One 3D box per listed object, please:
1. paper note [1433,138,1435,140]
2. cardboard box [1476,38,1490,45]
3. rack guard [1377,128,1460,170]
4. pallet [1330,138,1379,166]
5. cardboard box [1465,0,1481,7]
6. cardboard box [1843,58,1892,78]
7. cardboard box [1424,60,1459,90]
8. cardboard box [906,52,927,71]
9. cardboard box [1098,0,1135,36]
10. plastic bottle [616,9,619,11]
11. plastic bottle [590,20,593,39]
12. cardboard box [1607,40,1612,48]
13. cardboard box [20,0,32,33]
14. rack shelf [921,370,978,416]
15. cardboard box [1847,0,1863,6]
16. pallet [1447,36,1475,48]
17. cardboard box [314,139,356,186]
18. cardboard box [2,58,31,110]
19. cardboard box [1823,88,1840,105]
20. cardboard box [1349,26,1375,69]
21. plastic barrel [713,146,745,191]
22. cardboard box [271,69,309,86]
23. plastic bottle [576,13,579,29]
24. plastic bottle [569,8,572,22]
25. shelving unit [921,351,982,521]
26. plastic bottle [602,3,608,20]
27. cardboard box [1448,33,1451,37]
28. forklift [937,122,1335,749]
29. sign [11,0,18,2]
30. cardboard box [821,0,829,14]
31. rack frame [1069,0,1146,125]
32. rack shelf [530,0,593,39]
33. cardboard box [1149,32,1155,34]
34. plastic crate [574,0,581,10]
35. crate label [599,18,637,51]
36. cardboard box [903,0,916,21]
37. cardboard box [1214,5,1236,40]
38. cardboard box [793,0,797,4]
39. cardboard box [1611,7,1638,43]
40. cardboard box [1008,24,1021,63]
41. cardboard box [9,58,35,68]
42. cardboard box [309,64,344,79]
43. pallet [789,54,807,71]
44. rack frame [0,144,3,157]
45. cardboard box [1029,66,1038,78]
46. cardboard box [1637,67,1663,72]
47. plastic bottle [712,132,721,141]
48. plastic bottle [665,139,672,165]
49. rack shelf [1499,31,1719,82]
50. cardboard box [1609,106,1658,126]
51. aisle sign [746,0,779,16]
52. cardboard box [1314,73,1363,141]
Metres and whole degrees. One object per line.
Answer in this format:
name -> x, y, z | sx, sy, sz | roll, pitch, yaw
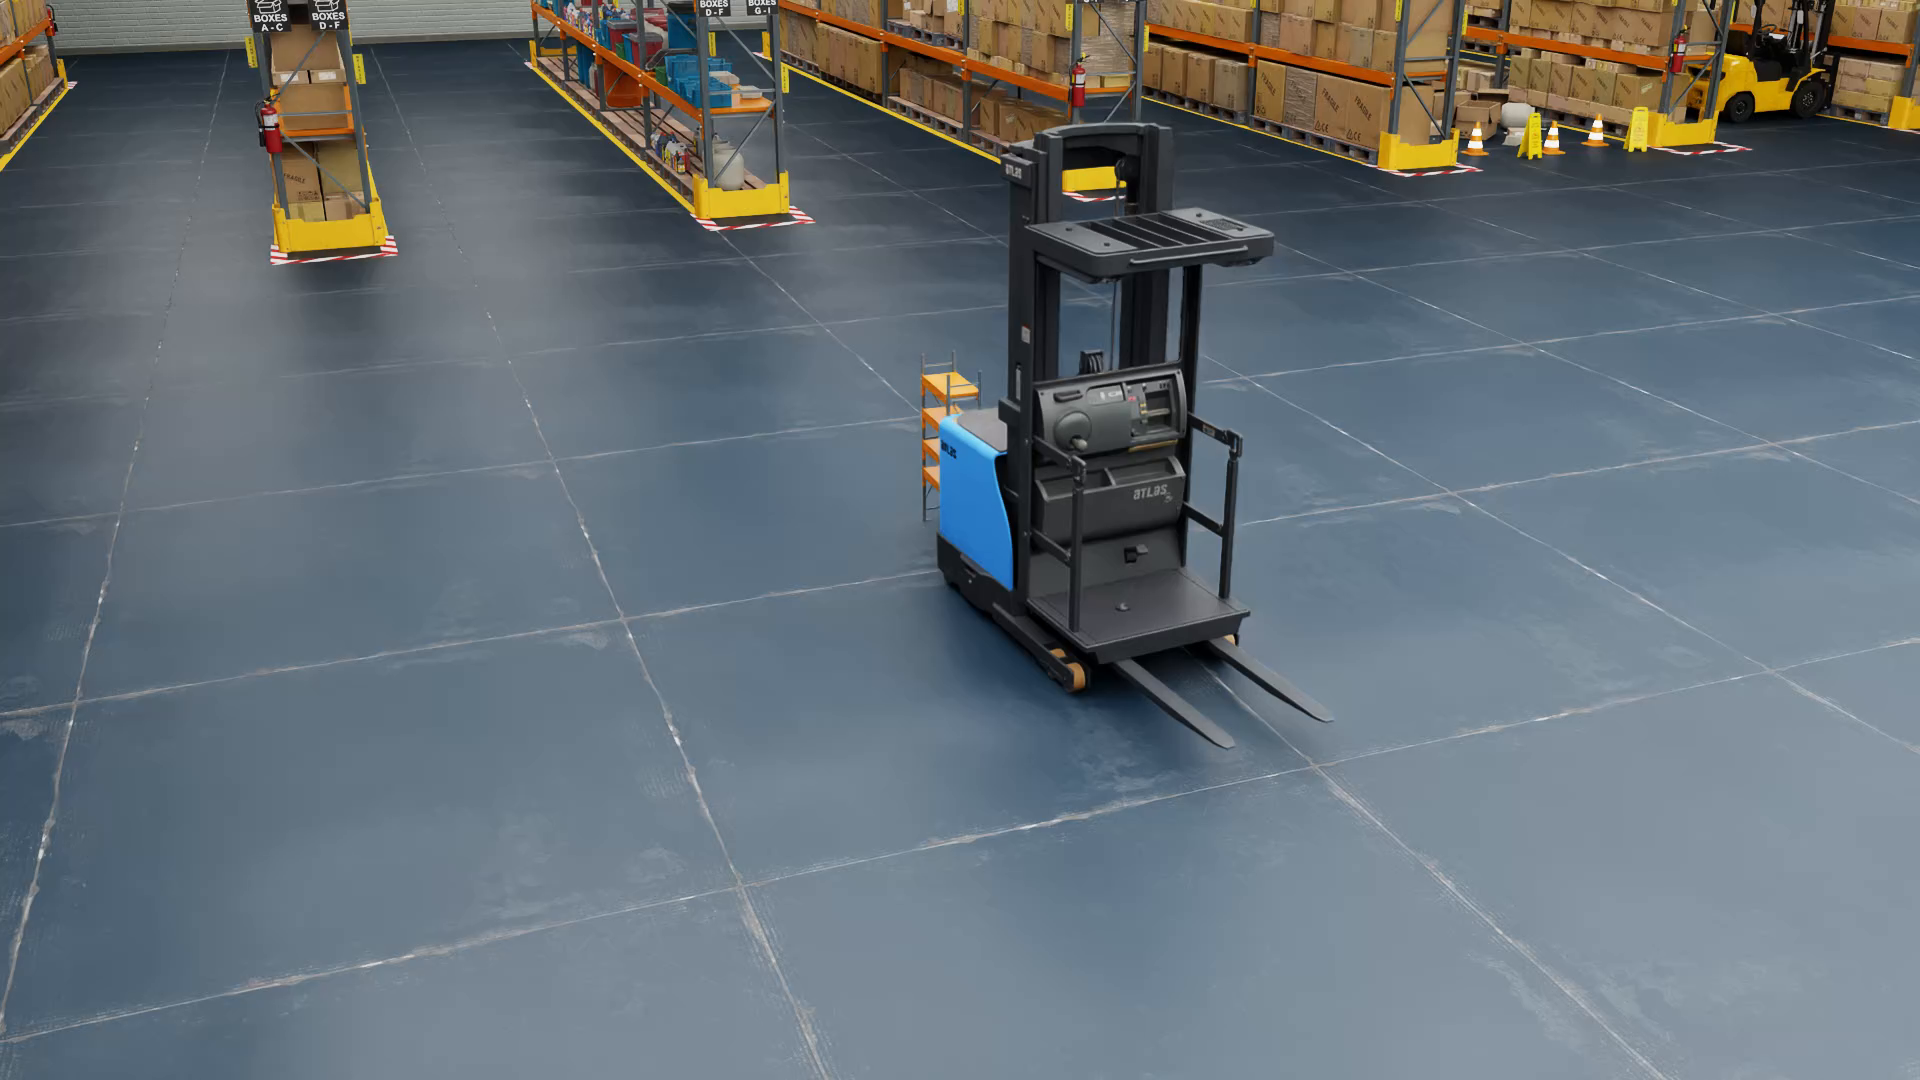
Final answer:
paper note -> 7.488, -6.339, 26.276 | 0.032, 0.001, 0.123 | 4, 23, 9
cardboard box -> 11.779, -11.226, 36.701 | 0.500, 0.500, 0.500 | -9, 24, -20
rack guard -> 6.631, -5.664, 24.045 | 1.175, 0.500, 0.348 | -8, 24, -19
pallet -> 6.267, -5.820, 24.786 | 1.003, 0.211, 1.213 | -8, 24, -19
cardboard box -> 9.251, -9.687, 29.319 | 0.500, 0.500, 0.500 | -8, 24, -19
cardboard box -> 15.220, -7.920, 27.890 | 0.500, 0.250, 0.500 | -8, 24, -18
cardboard box -> 8.150, -7.936, 28.461 | 0.500, 0.500, 0.500 | -8, 24, -19
cardboard box -> -0.614, -8.245, 28.636 | 0.500, 0.250, 0.500 | -7, 24, -17
cardboard box -> 2.008, -7.062, 22.345 | 0.500, 0.500, 0.500 | -8, 24, -19
plastic bottle -> -6.129, -9.341, 29.710 | 0.152, 0.276, 0.135 | -8, 24, -19
plastic bottle -> -6.136, -8.527, 27.769 | 0.061, 0.283, 0.133 | -8, 24, -19
cardboard box -> 10.544, -7.906, 26.470 | 0.380, 0.149, 0.250 | -8, 24, -18
cardboard box -> -16.623, -9.106, 28.606 | 0.980, 0.700, 0.700 | -9, 24, -20
rack shelf -> -0.059, -0.975, 11.007 | 0.258, 0.148, 0.480 | -8, 24, -19
cardboard box -> 15.108, -9.029, 27.847 | 0.380, 0.149, 0.250 | -9, 25, -21
pallet -> 11.380, -11.548, 38.377 | 1.003, 0.211, 1.213 | -8, 24, -19
cardboard box -> -7.670, -4.682, 20.530 | 0.500, 0.500, 0.500 | -8, 24, -19
cardboard box -> -15.843, -7.487, 27.379 | 0.750, 0.750, 0.750 | -8, 24, -18
cardboard box -> 15.064, -7.642, 28.519 | 0.500, 0.250, 0.500 | -8, 24, -18
cardboard box -> 6.235, -7.219, 24.324 | 0.875, 0.550, 0.550 | -8, 24, -19
plastic barrel -> -2.991, -4.777, 21.385 | 0.421, 0.512, 0.421 | 0, 23, 0
cardboard box -> -7.635, -5.281, 18.954 | 0.380, 0.149, 0.250 | -9, 24, -20
plastic bottle -> -6.660, -9.080, 29.097 | 0.097, 0.271, 0.097 | 0, 23, 0
plastic bottle -> -6.974, -9.403, 29.863 | 0.097, 0.271, 0.097 | 0, 23, 0
shelving unit -> -0.058, -0.613, 11.160 | 0.258, 1.200, 0.503 | -8, 24, -19
plastic bottle -> -6.364, -9.463, 29.903 | 0.144, 0.351, 0.185 | -8, 24, -19
cardboard box -> 11.150, -11.625, 38.100 | 0.380, 0.149, 0.250 | -9, 25, -21
forklift -> 0.953, -0.698, 9.132 | 1.130, 2.935, 3.031 | -11, 25, -24
sign -> -15.690, -9.077, 27.536 | 0.100, 0.325, 0.005 | -8, 24, -19
cardboard box -> -2.363, -10.386, 31.901 | 0.500, 0.500, 0.500 | -8, 24, -19
rack frame -> 1.947, -6.181, 22.053 | 1.000, 3.000, 0.127 | -8, 24, -19
rack shelf -> -7.632, -10.257, 32.650 | 1.077, 0.370, 4.000 | -8, 24, -19
cardboard box -> 3.601, -9.587, 31.846 | 0.500, 0.250, 0.500 | -9, 24, -20
plastic crate -> -7.293, -10.415, 32.173 | 0.437, 0.282, 0.530 | -8, 24, -19
crate label -> -5.415, -8.027, 26.386 | 0.502, 0.435, 0.616 | -8, 24, -19
cardboard box -> -0.651, -9.137, 28.396 | 0.500, 0.500, 0.500 | -12, 25, -25
cardboard box -> 4.597, -8.661, 27.808 | 0.500, 0.500, 0.500 | -9, 24, -20
cardboard box -> -3.161, -10.958, 33.711 | 0.380, 0.149, 0.250 | -9, 24, -20
cardboard box -> 10.596, -8.066, 26.013 | 0.500, 0.500, 0.500 | -8, 24, -19
cardboard box -> 1.188, -7.104, 23.731 | 0.875, 0.500, 0.500 | -8, 24, -19
cardboard box -> -16.313, -8.278, 28.871 | 0.380, 0.149, 0.250 | -8, 24, -17
cardboard box -> -7.355, -5.436, 19.321 | 0.380, 0.149, 0.250 | -9, 24, -20
pallet -> -2.922, -9.987, 34.674 | 1.003, 0.211, 1.213 | -8, 24, -19
rack frame -> -14.781, -7.049, 24.112 | 1.000, 3.000, 0.127 | -8, 24, -19
cardboard box -> 1.196, -6.593, 23.353 | 0.380, 0.149, 0.250 | -8, 24, -19
cardboard box -> 10.994, -7.342, 26.841 | 0.500, 0.500, 0.500 | -9, 25, -21
plastic bottle -> -3.421, -5.555, 23.413 | 0.144, 0.351, 0.185 | -8, 24, -19
plastic bottle -> -3.986, -5.364, 22.958 | 0.144, 0.351, 0.185 | -9, 24, -19
rack shelf -> 10.512, -7.936, 27.143 | 1.077, 0.370, 4.000 | -8, 24, -19
cardboard box -> 10.672, -6.733, 26.362 | 0.500, 0.250, 0.500 | -8, 24, -19
aisle sign -> -2.387, -6.714, 19.969 | 0.394, 0.787, 0.004 | -8, 24, -19
cardboard box -> 6.009, -6.596, 25.233 | 0.875, 0.875, 0.875 | -9, 24, -20
